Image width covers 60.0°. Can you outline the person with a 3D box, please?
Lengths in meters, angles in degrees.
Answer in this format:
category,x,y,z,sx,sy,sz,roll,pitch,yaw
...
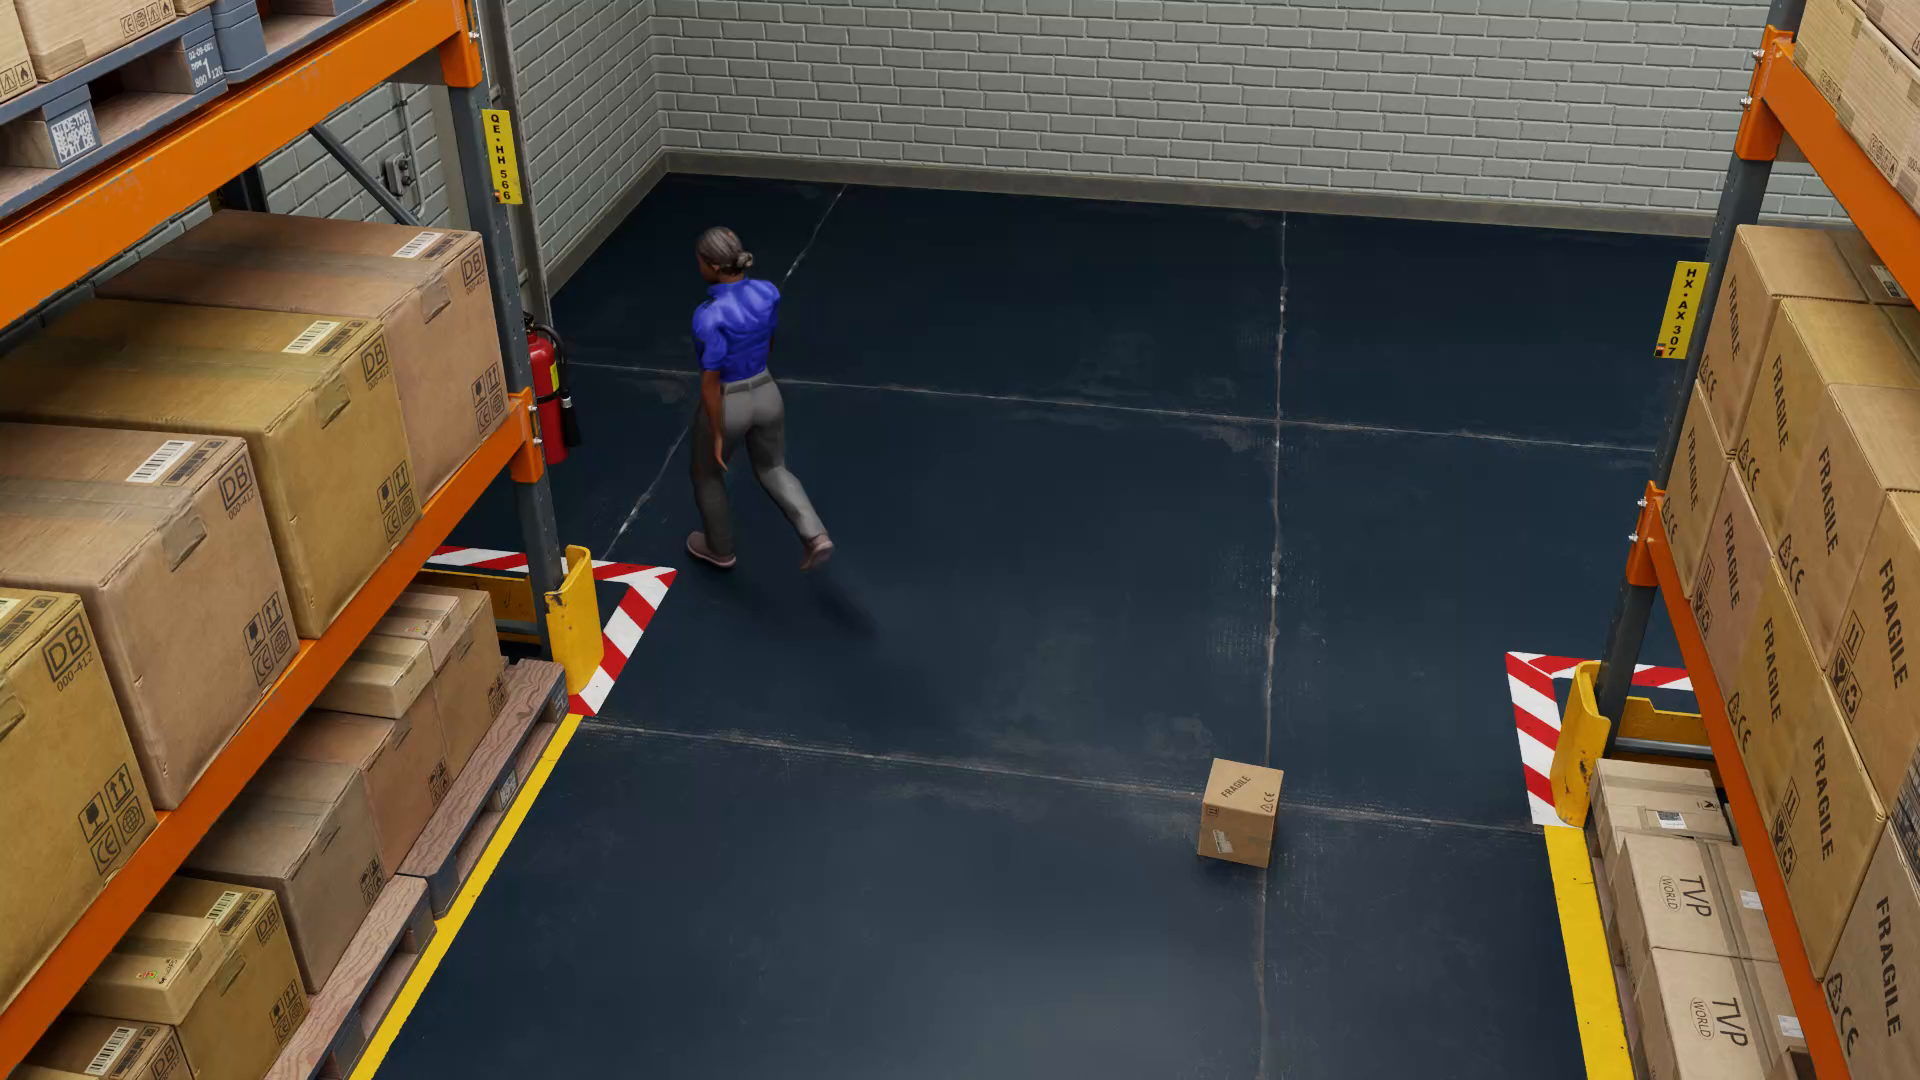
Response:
category,x,y,z,sx,sy,sz,roll,pitch,yaw
person,-0.903,-0.544,6.966,0.447,1.618,0.783,-25,40,-33
